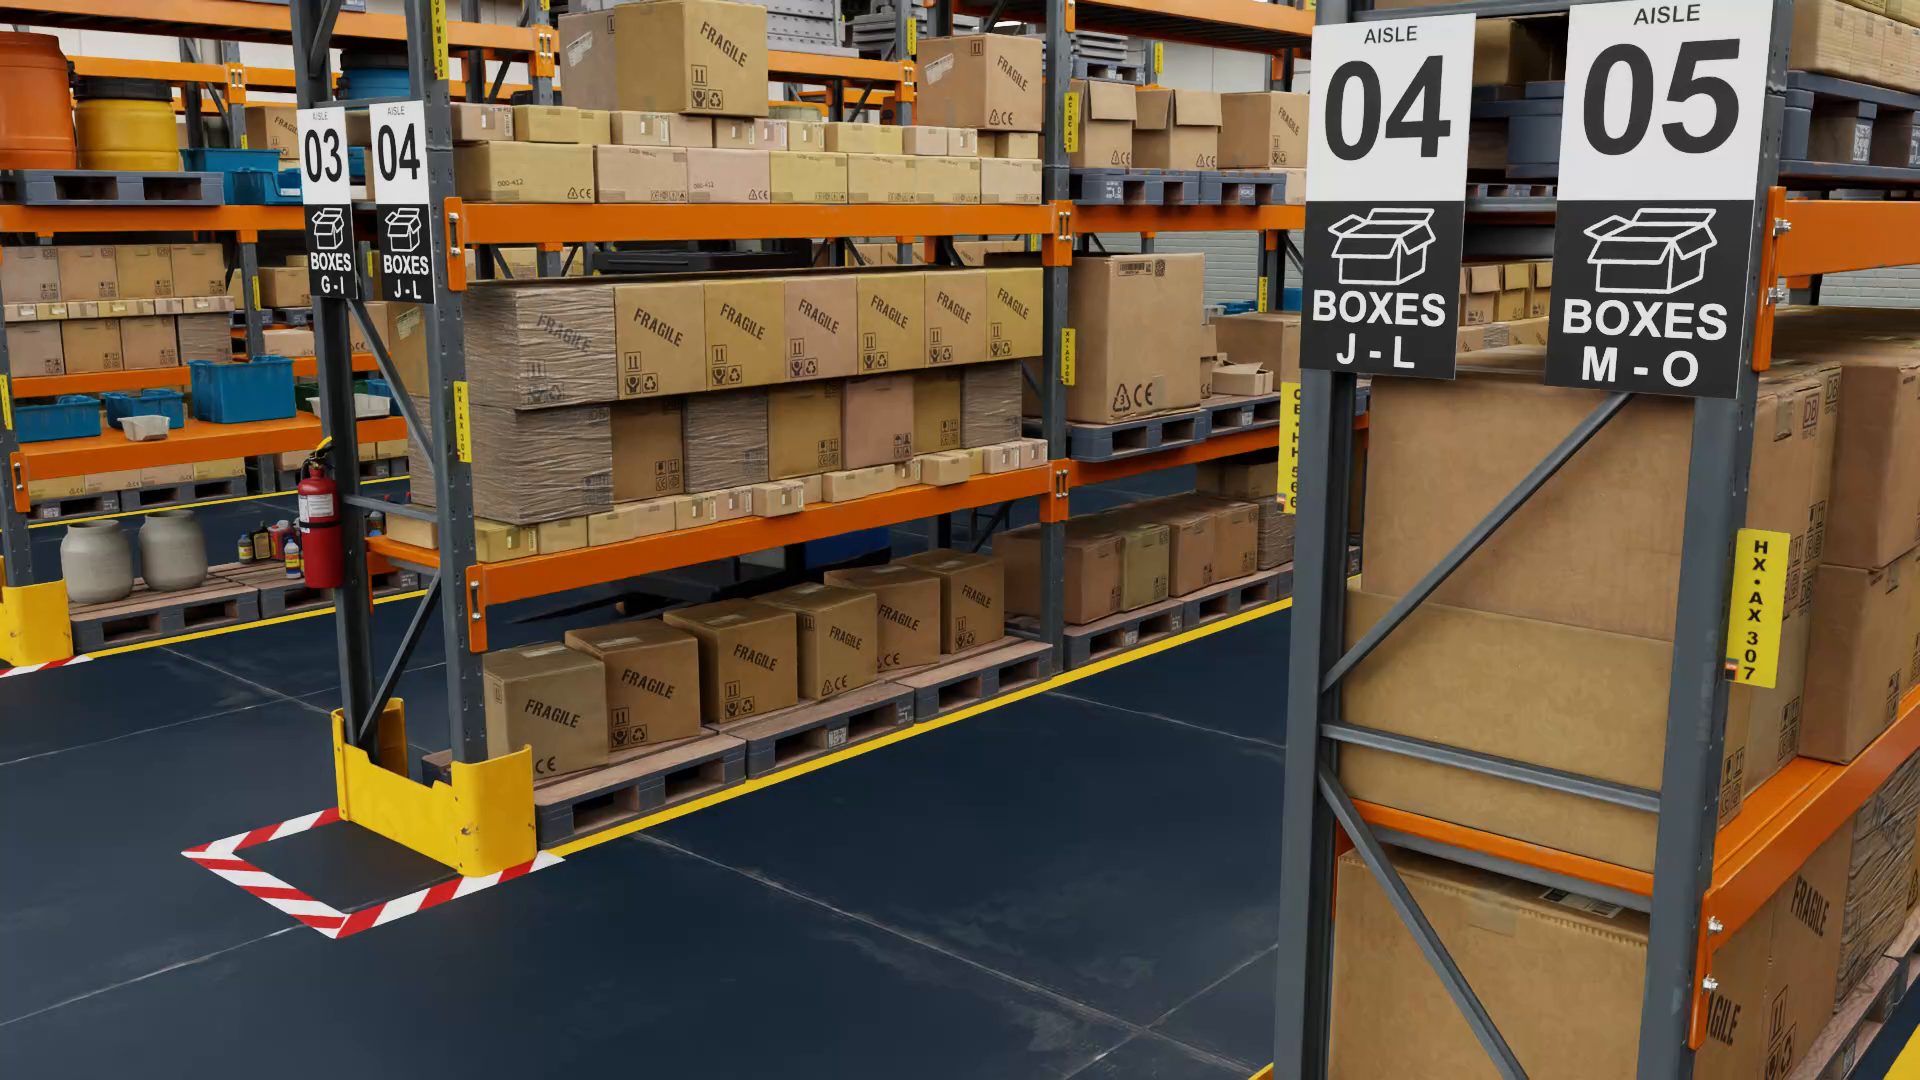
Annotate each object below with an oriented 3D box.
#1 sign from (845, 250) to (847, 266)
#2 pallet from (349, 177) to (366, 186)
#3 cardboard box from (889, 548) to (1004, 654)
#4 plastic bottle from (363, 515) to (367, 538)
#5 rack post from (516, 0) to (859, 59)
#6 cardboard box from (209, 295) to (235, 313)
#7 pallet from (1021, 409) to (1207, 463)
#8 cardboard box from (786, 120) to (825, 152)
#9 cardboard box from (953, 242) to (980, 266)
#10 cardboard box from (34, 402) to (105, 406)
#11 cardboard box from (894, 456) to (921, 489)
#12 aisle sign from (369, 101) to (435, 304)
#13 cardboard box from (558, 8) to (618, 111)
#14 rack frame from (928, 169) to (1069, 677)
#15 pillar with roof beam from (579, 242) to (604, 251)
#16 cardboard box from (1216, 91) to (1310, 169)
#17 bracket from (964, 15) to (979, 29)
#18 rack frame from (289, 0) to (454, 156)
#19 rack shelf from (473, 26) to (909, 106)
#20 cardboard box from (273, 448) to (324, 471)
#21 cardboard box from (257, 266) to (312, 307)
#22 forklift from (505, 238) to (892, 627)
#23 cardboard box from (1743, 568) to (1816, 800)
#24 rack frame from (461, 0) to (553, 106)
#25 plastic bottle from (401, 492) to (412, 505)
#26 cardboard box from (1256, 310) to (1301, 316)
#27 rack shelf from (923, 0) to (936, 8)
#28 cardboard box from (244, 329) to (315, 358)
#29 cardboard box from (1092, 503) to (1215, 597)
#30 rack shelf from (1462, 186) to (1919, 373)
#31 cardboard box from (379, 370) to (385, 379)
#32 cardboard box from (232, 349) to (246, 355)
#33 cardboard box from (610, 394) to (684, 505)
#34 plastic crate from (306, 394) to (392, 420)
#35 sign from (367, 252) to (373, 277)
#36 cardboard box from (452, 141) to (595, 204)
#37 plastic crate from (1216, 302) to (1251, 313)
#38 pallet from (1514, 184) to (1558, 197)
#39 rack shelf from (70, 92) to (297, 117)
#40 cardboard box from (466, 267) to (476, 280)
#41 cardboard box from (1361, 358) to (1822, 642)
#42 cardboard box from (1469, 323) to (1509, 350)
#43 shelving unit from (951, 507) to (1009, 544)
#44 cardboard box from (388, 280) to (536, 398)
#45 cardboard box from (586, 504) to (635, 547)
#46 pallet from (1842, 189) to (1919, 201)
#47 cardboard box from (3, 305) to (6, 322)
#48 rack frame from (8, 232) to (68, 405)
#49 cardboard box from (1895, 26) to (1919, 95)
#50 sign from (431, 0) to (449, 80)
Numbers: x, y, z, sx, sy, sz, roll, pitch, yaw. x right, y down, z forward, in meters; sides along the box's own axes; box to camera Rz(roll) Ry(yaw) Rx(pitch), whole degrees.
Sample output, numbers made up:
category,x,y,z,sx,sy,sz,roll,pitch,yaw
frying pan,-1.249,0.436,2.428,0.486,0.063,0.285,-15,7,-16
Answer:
category,x,y,z,sx,sy,sz,roll,pitch,yaw
sign,-1.524,-3.668,21.962,0.100,0.325,0.005,10,15,40
pallet,-3.909,-2.613,12.459,1.213,0.211,1.003,10,15,40
cardboard box,-0.080,0.360,10.058,0.500,0.500,0.500,9,15,39
plastic bottle,-4.628,-0.063,12.698,0.152,0.276,0.135,10,15,40
rack post,-2.271,-4.694,14.228,1.013,1.000,3.121,10,15,40
cardboard box,-7.243,-2.294,16.126,0.380,0.149,0.250,10,15,40
pallet,0.828,-0.713,10.611,1.003,0.211,1.213,10,15,40
cardboard box,-0.893,-1.998,8.263,0.380,0.149,0.250,9,14,38
cardboard box,-0.062,-4.047,24.007,0.500,0.500,0.500,10,15,42
cardboard box,-8.426,-1.045,15.818,0.500,0.500,0.500,10,15,40
cardboard box,-0.434,-0.385,9.121,0.380,0.149,0.250,10,15,40
aisle sign,-2.242,-1.352,6.682,0.394,0.787,0.004,10,15,40
cardboard box,-1.593,-2.296,8.101,0.500,0.500,0.500,10,15,40
rack frame,0.214,-0.713,10.123,1.000,3.000,0.127,10,15,40
pillar with roof beam,-2.621,-6.412,23.337,9.100,9.000,0.400,10,15,40
cardboard box,2.059,-2.817,11.464,0.500,0.500,0.500,10,15,41
bracket,0.211,-9.980,32.012,0.235,0.232,0.430,10,15,40
rack frame,-2.426,-3.067,6.589,1.000,3.000,0.127,10,15,40
rack shelf,-2.186,-4.041,14.325,1.077,0.370,4.000,10,15,40
cardboard box,-6.772,-0.879,16.903,0.500,0.250,0.500,9,15,39
cardboard box,-8.959,-3.331,21.854,0.700,0.500,0.500,8,14,35
forklift,-1.751,-0.911,11.290,1.130,2.935,3.031,8,14,33
cardboard box,1.791,0.314,4.599,0.875,0.550,0.550,10,15,40
rack frame,-3.506,-4.295,12.742,1.000,3.000,0.127,10,15,40
plastic bottle,-4.351,-0.205,13.220,0.144,0.351,0.185,10,15,42
cardboard box,2.528,-1.472,12.595,0.500,0.500,0.500,8,14,33
rack shelf,-1.106,-3.006,8.133,1.077,0.370,4.000,10,15,40
cardboard box,-6.932,-1.999,16.944,0.500,0.250,0.500,11,16,44
cardboard box,1.334,0.059,11.515,0.700,0.500,0.500,8,14,36
rack shelf,2.553,-0.881,5.141,1.077,0.370,4.000,10,15,40
cardboard box,-7.724,-2.466,23.315,0.750,0.750,0.750,10,15,40
cardboard box,-9.503,-2.316,21.492,0.500,0.250,0.500,10,15,40
cardboard box,-1.802,-0.486,7.971,0.875,0.500,0.500,10,15,40
plastic crate,-4.388,-0.953,11.995,0.530,0.136,0.437,10,15,40
sign,-7.894,-3.683,22.239,0.100,0.325,0.005,10,15,40
cardboard box,-1.914,-1.559,7.085,0.500,0.250,0.500,10,15,42
plastic crate,3.570,-2.976,21.726,0.416,0.233,0.300,10,15,40
pallet,4.927,-3.126,15.034,0.805,0.209,1.217,9,14,38
rack shelf,-9.628,-5.322,20.738,1.077,0.370,4.000,10,15,40
cardboard box,-7.114,-3.615,23.585,0.500,0.500,0.500,10,15,40
cardboard box,1.507,-0.121,4.019,0.875,0.550,0.550,10,15,40
cardboard box,4.386,-1.612,14.370,0.500,0.500,0.500,10,15,41
shelving unit,0.109,-1.054,14.127,0.431,2.100,0.503,10,15,40
cardboard box,-2.249,-0.923,7.605,0.500,0.500,0.500,10,15,40
cardboard box,-1.703,-0.082,7.603,0.380,0.149,0.250,10,15,40
pallet,4.442,-1.575,7.270,0.805,0.209,1.217,9,14,38
cardboard box,-8.595,-1.993,14.618,0.380,0.149,0.250,10,15,40
rack frame,-10.948,-2.634,19.742,1.000,3.000,0.127,10,15,40
cardboard box,2.201,-1.192,4.176,0.380,0.149,0.250,10,15,41
sign,-2.018,-1.954,6.446,0.100,0.325,0.005,10,15,40
